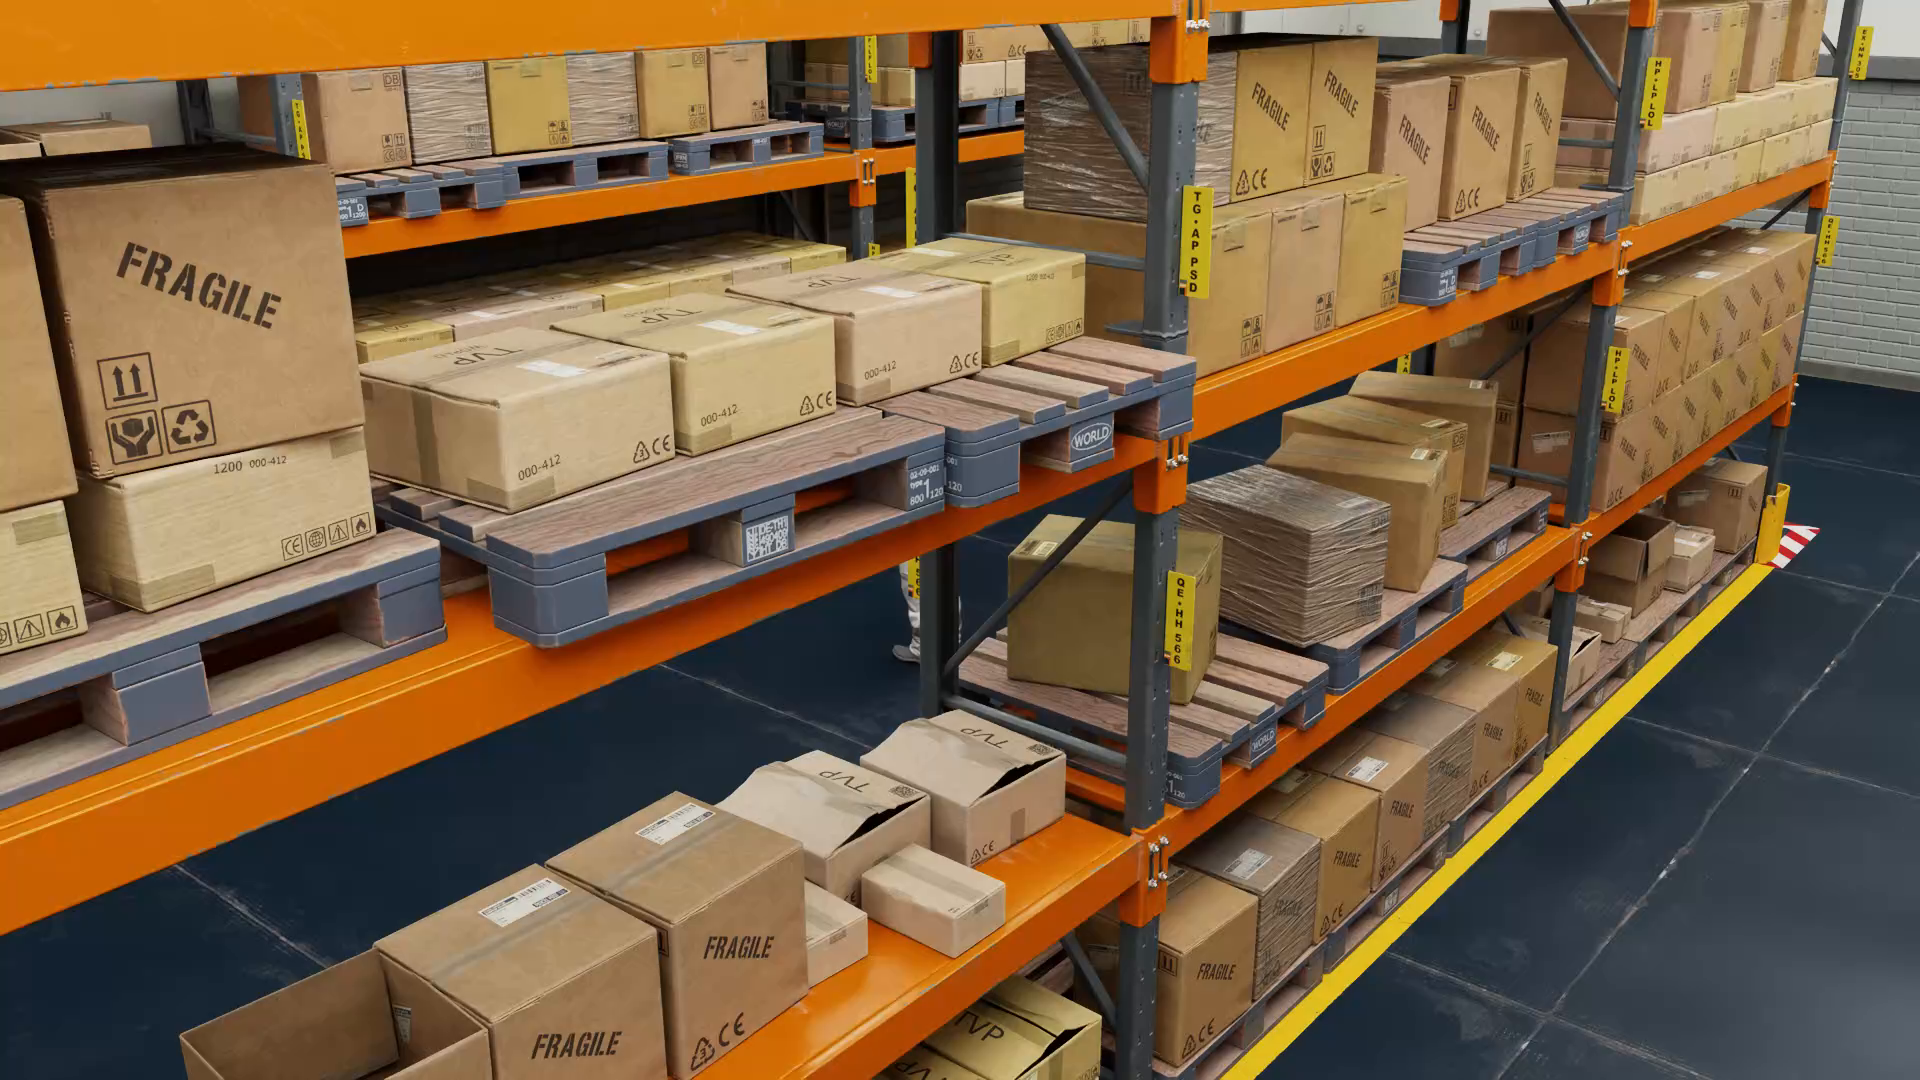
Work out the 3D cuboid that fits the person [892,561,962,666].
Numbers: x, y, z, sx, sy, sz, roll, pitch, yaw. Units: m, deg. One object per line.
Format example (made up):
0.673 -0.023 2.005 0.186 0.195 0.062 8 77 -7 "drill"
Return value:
-0.248 -0.142 9.940 0.564 1.782 0.494 16 25 37 "person"
